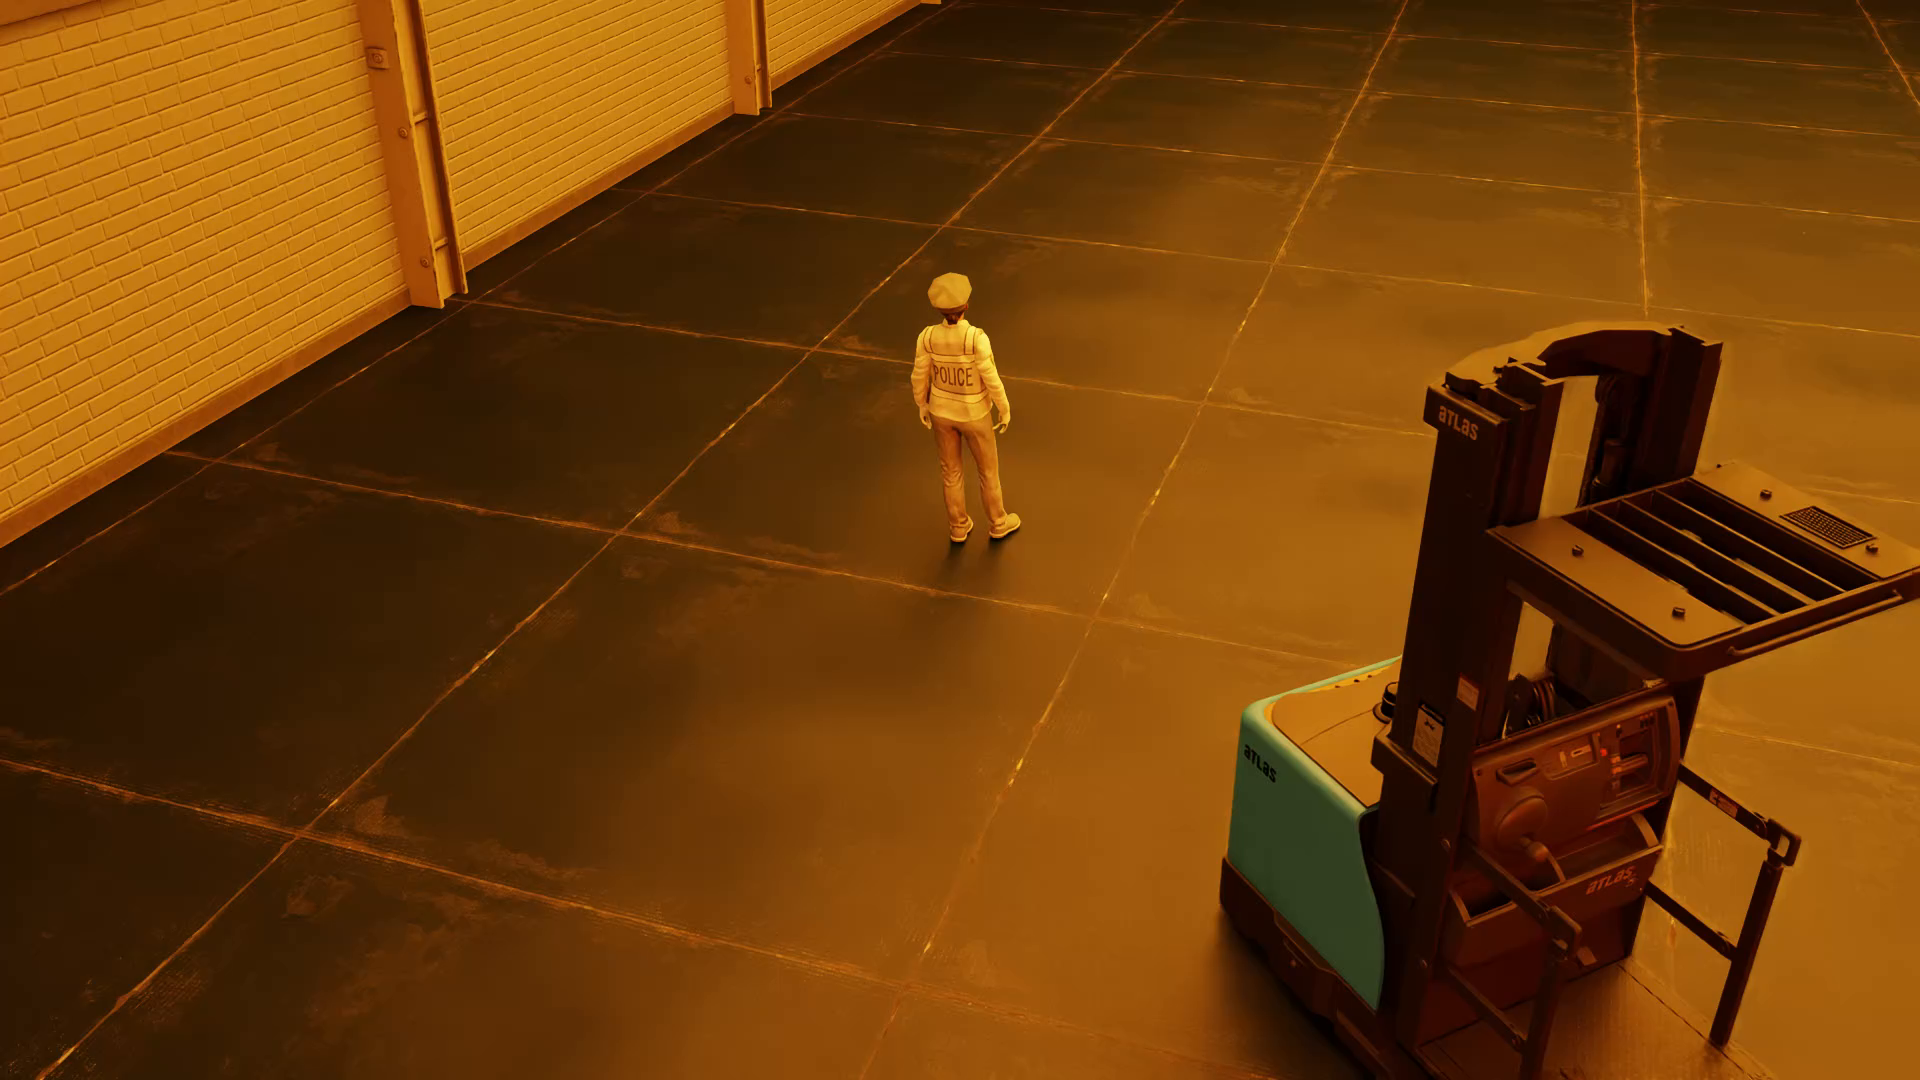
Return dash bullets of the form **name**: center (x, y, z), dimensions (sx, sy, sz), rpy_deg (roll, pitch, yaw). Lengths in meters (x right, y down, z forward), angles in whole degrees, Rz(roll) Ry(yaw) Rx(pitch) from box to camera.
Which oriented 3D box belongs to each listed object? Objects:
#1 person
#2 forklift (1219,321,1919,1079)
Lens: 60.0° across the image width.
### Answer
- **person**: center (0.028, -0.773, 9.726), dimensions (0.588, 1.696, 0.533), rpy_deg (10, 31, 16)
- **forklift**: center (2.238, 0.875, 5.601), dimensions (1.130, 2.935, 3.031), rpy_deg (-14, 33, -23)
